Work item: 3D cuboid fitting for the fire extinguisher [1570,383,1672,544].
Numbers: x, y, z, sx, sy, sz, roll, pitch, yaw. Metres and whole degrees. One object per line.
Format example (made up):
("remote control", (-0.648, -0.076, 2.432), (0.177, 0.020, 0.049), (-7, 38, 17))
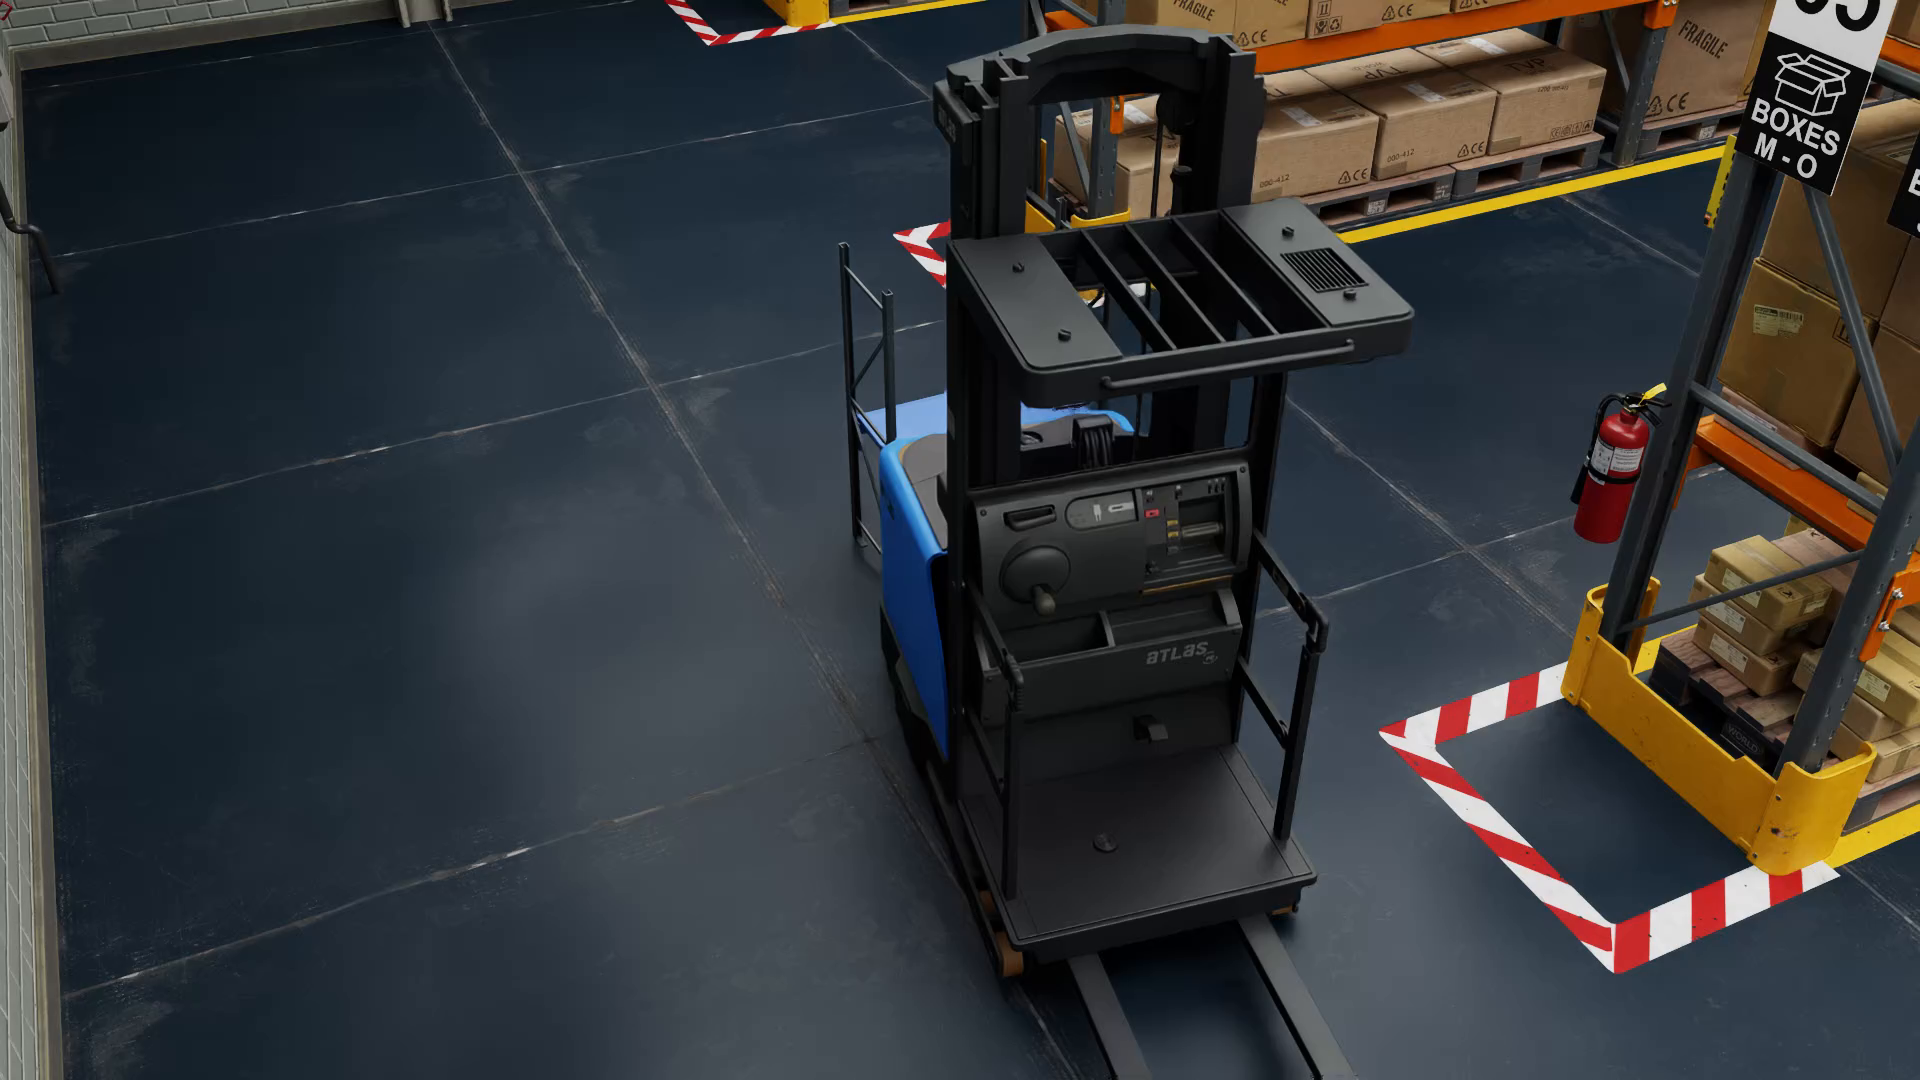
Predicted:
("fire extinguisher", (2.381, -0.304, 6.019), (0.183, 0.674, 0.296), (-16, 39, -20))

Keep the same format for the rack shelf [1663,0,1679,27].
("rack shelf", (6.042, -4.173, 11.462), (4.000, 0.370, 1.077), (-16, 39, -20))

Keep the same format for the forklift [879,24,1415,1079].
("forklift", (0.565, 0.062, 5.206), (1.130, 2.935, 3.031), (-10, 38, -13))

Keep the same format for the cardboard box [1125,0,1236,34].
("cardboard box", (1.167, -2.950, 9.125), (0.500, 0.500, 0.500), (-16, 39, -20))

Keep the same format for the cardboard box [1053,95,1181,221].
("cardboard box", (1.165, -2.304, 10.136), (0.875, 0.438, 0.875), (-17, 40, -21))

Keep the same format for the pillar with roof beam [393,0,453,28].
("pillar with roof beam", (-2.497, -5.511, 7.626), (0.400, 9.000, 9.100), (-16, 39, -20))

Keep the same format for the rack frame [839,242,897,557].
("rack frame", (-0.383, -0.495, 7.159), (0.032, 1.500, 0.500), (-16, 39, -20))

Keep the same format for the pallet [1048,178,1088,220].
("pallet", (1.301, -2.068, 10.361), (1.213, 0.211, 1.003), (-16, 39, -20))

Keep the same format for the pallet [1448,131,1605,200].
("pallet", (3.510, -2.685, 11.193), (1.213, 0.211, 1.003), (-16, 39, -20))

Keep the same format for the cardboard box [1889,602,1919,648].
("cardboard box", (3.622, 0.354, 6.296), (0.250, 0.149, 0.380), (-15, 39, -19))

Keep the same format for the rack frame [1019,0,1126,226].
("rack frame", (0.610, -2.943, 9.200), (0.127, 3.000, 1.000), (-16, 39, -20))

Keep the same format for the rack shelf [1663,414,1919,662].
("rack shelf", (4.616, -0.517, 6.532), (4.000, 0.370, 1.077), (-16, 39, -20))

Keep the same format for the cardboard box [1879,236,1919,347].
("cardboard box", (3.324, -0.831, 5.180), (0.500, 0.500, 0.500), (-16, 39, -20))

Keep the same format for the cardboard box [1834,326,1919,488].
("cardboard box", (3.329, -0.424, 5.470), (0.500, 0.500, 0.500), (-14, 39, -18))

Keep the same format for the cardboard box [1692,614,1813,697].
("cardboard box", (3.193, 0.431, 6.691), (0.250, 0.149, 0.380), (-15, 39, -19))

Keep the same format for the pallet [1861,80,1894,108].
("pallet", (6.004, -3.383, 12.134), (1.213, 0.211, 1.003), (-16, 39, -20))

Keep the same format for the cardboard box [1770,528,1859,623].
("cardboard box", (3.429, 0.135, 6.591), (0.250, 0.149, 0.380), (-15, 39, -19))

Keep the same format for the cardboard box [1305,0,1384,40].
("cardboard box", (2.081, -3.212, 9.479), (0.500, 0.500, 0.500), (-16, 39, -20))

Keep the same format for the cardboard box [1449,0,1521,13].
("cardboard box", (3.008, -3.472, 9.830), (0.500, 0.500, 0.500), (-16, 40, -21))

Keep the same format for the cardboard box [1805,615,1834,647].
("cardboard box", (3.421, 0.233, 6.709), (0.250, 0.149, 0.380), (-17, 40, -21))

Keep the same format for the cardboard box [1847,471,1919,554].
("cardboard box", (3.238, -0.104, 5.583), (0.250, 0.149, 0.380), (-16, 39, -20))

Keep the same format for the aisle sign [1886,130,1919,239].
("aisle sign", (2.866, -1.163, 4.618), (0.004, 0.787, 0.394), (-16, 39, -20))

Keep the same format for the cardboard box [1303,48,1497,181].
("cardboard box", (2.807, -2.767, 10.761), (0.875, 0.438, 0.875), (-17, 40, -21))

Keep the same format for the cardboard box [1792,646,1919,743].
("cardboard box", (3.388, 0.563, 6.263), (0.250, 0.149, 0.380), (-14, 39, -18))

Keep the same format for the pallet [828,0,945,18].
("pallet", (-0.712, -4.721, 13.937), (1.213, 0.211, 1.003), (-16, 39, -20))

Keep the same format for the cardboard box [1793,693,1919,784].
("cardboard box", (3.415, 0.717, 6.306), (0.250, 0.149, 0.380), (-15, 39, -19))

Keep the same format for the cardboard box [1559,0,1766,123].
("cardboard box", (4.759, -3.471, 11.343), (0.875, 0.875, 0.875), (-14, 39, -19))

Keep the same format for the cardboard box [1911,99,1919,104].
("cardboard box", (3.572, -1.239, 5.729), (0.500, 0.500, 0.500), (-17, 40, -21))

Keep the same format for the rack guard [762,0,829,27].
("rack guard", (-1.433, -4.634, 13.579), (0.348, 0.500, 1.175), (-16, 39, -20))

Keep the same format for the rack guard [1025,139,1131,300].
("rack guard", (0.589, -1.933, 9.937), (0.348, 0.500, 1.175), (-16, 39, -20))

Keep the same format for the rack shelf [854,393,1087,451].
("rack shelf", (0.077, -0.480, 7.439), (1.000, 0.185, 0.538), (-16, 39, -20))

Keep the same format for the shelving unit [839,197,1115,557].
("shelving unit", (0.077, -0.624, 7.332), (1.048, 1.500, 0.538), (-16, 39, -20))
